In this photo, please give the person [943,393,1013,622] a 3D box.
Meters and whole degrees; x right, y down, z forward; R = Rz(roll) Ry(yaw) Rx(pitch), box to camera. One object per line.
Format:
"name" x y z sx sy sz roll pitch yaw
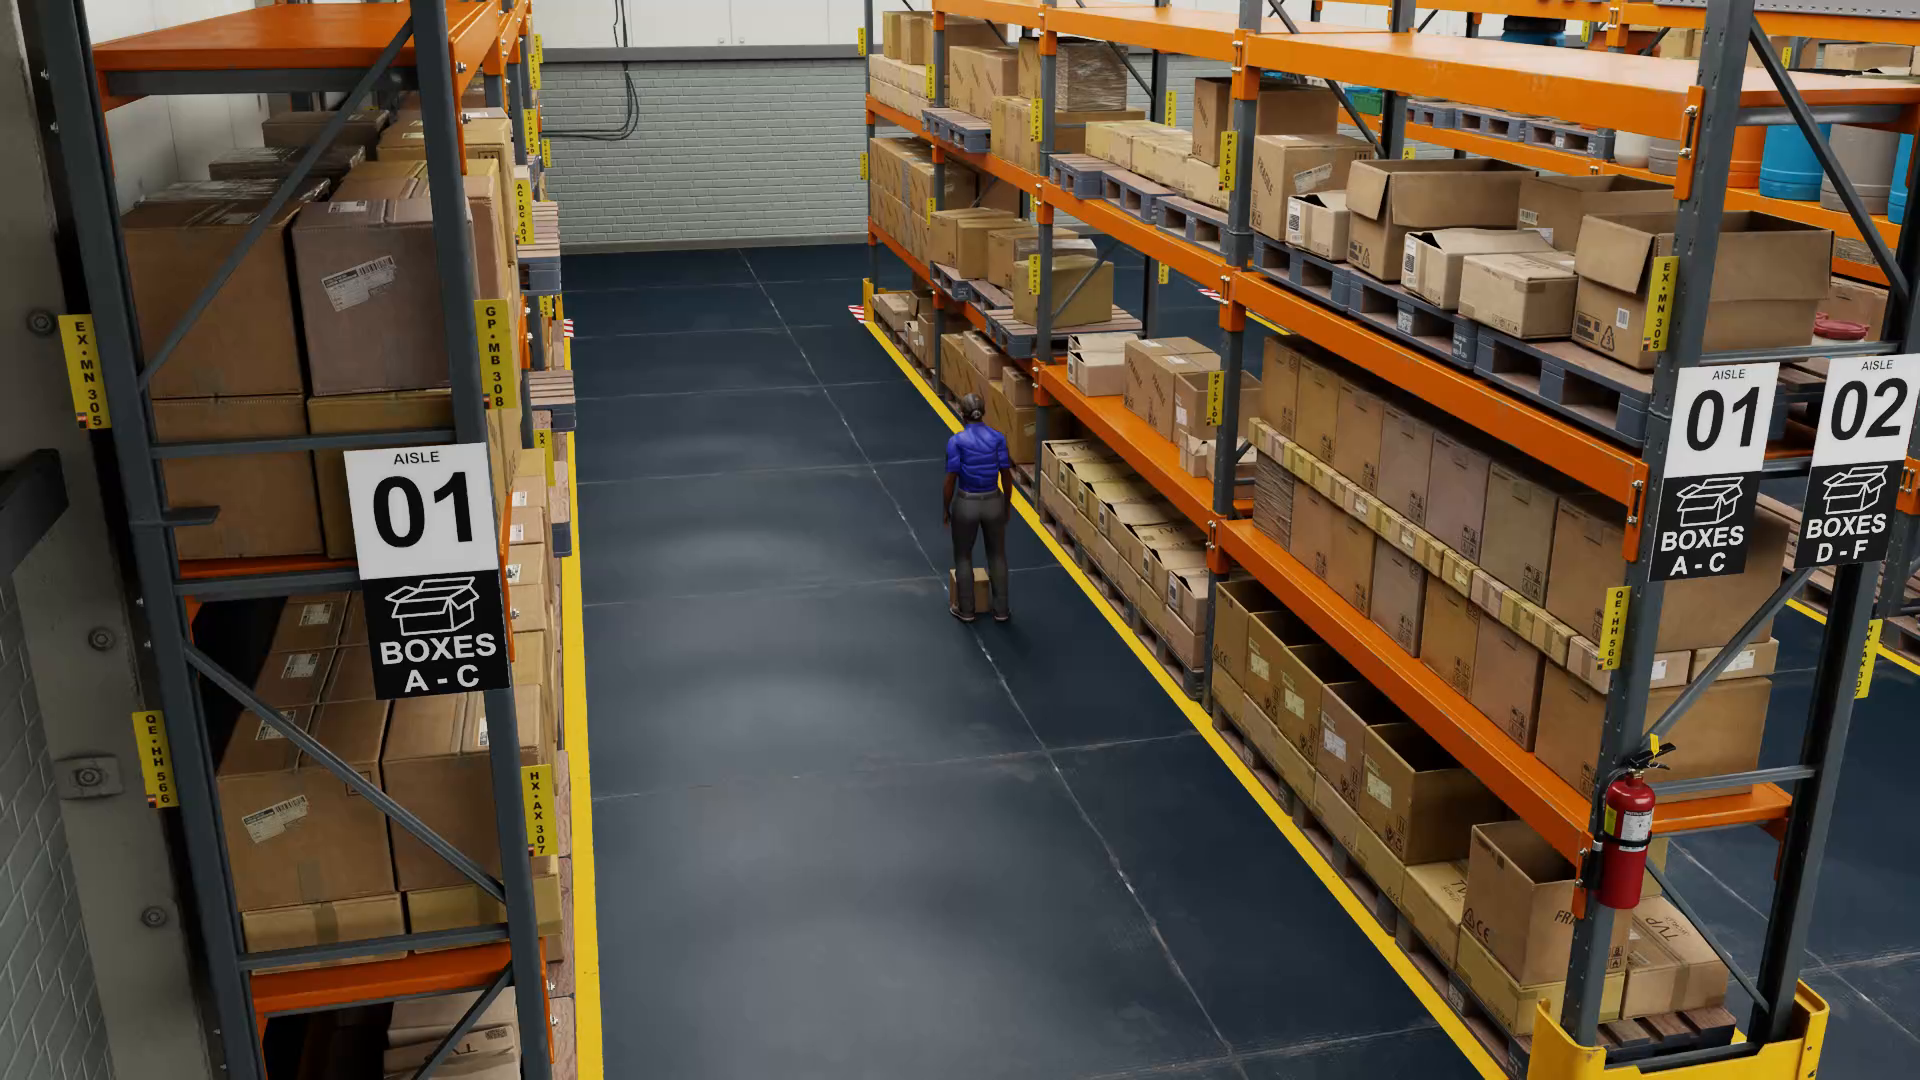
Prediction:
"person" 0.124 -0.221 11.695 0.516 1.654 0.392 -5 20 -12
